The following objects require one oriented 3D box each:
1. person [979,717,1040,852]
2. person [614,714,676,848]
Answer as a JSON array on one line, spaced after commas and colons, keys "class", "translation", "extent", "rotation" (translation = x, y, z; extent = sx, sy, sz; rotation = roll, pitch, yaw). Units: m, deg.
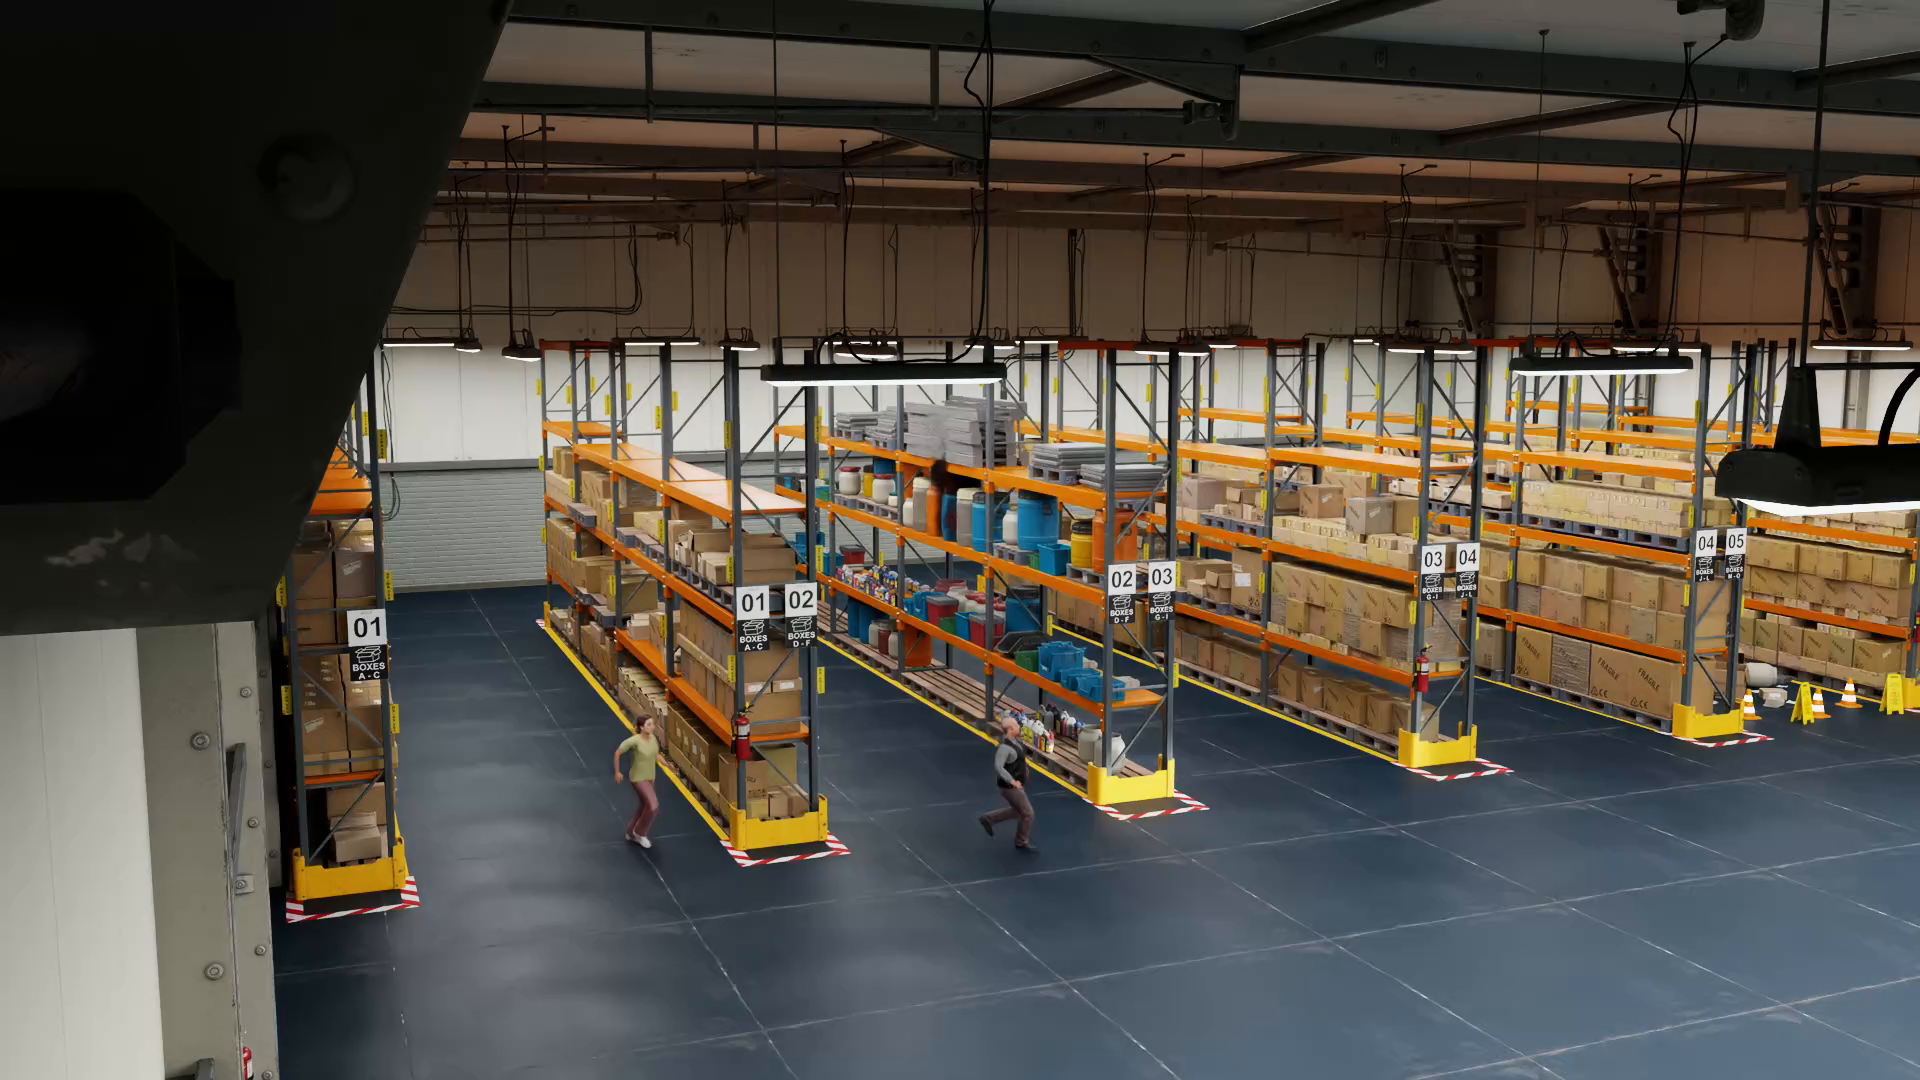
[{"class": "person", "translation": [0.568, 2.933, 19.898], "extent": [0.752, 1.674, 0.658], "rotation": [1, 8, 9]}, {"class": "person", "translation": [-3.819, 2.911, 20.126], "extent": [0.713, 1.639, 0.572], "rotation": [4, 9, 30]}]
